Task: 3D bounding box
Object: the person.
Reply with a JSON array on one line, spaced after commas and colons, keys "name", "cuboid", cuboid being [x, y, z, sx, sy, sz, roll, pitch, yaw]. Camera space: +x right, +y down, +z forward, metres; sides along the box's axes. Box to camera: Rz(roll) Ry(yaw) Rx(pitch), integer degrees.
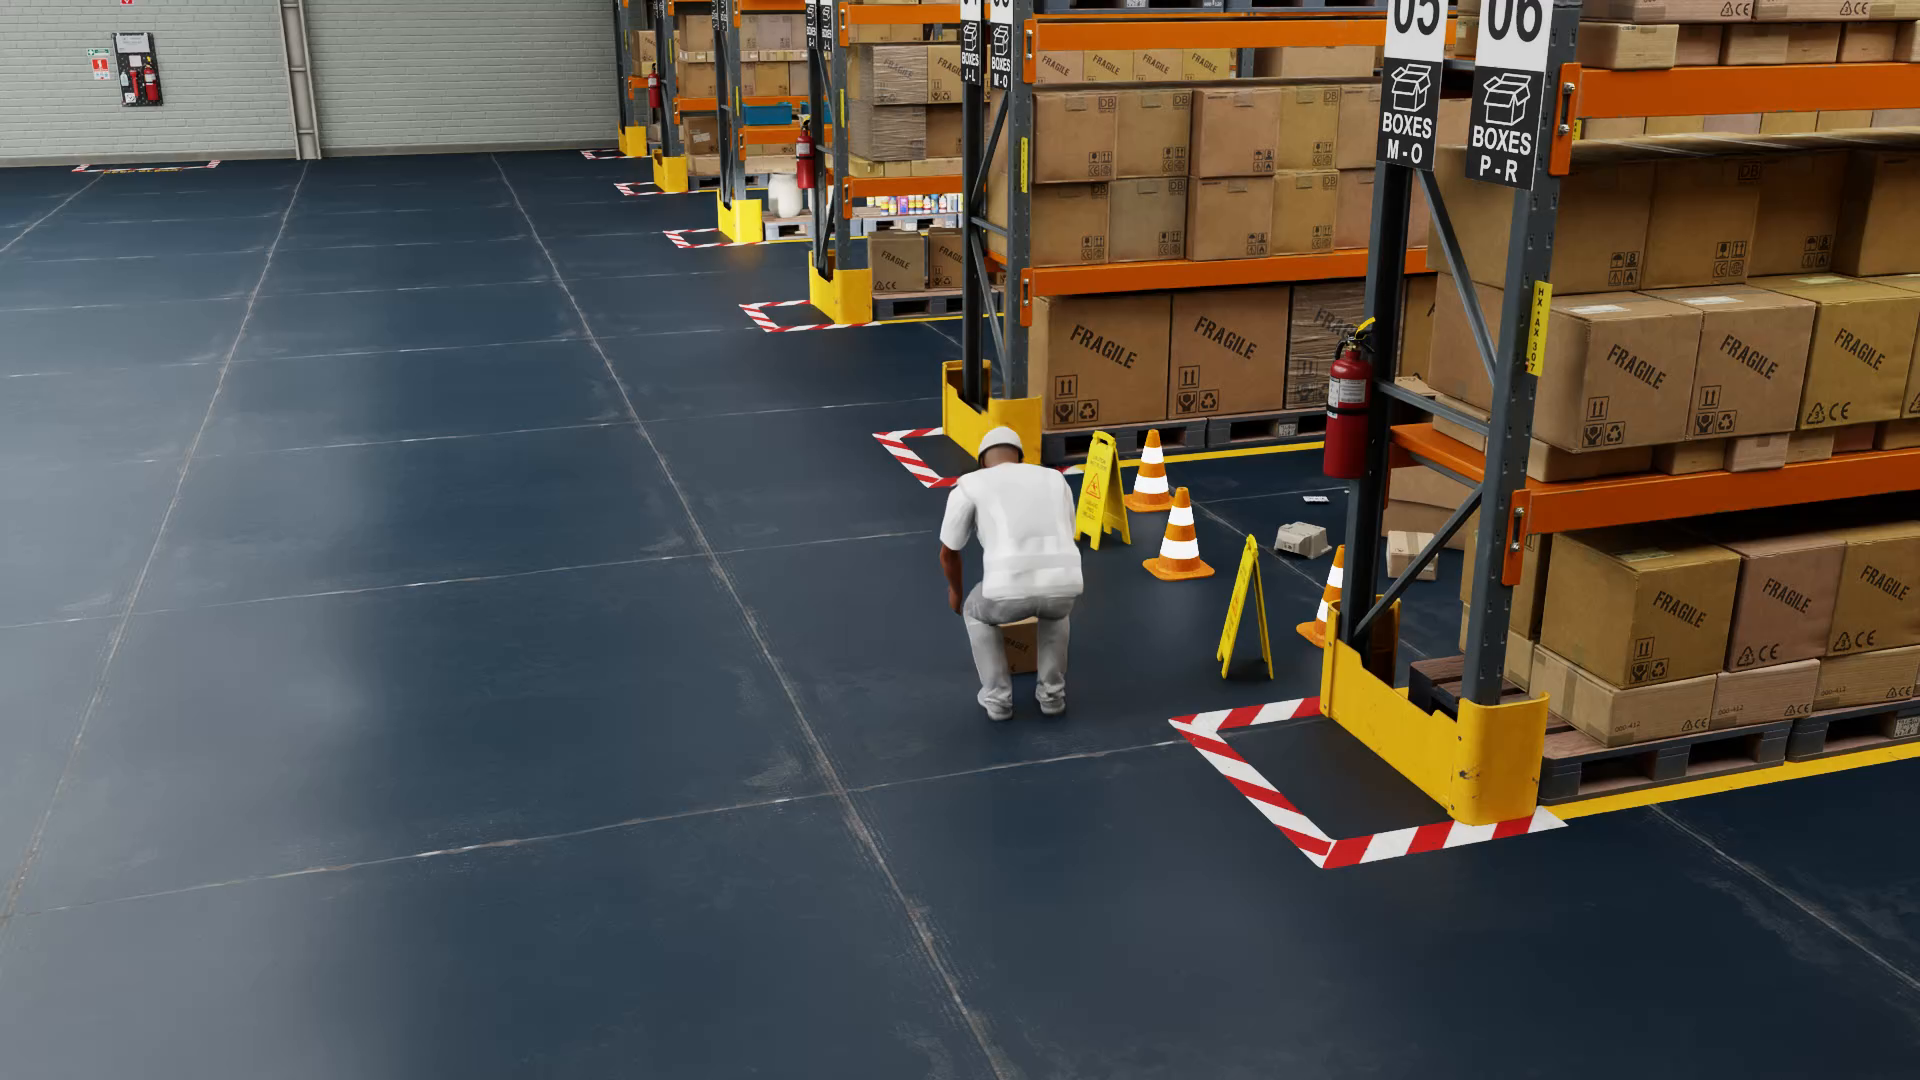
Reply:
[{"name": "person", "cuboid": [0.230, 0.156, 7.323, 0.619, 1.196, 0.847, -2, 19, -6]}]
